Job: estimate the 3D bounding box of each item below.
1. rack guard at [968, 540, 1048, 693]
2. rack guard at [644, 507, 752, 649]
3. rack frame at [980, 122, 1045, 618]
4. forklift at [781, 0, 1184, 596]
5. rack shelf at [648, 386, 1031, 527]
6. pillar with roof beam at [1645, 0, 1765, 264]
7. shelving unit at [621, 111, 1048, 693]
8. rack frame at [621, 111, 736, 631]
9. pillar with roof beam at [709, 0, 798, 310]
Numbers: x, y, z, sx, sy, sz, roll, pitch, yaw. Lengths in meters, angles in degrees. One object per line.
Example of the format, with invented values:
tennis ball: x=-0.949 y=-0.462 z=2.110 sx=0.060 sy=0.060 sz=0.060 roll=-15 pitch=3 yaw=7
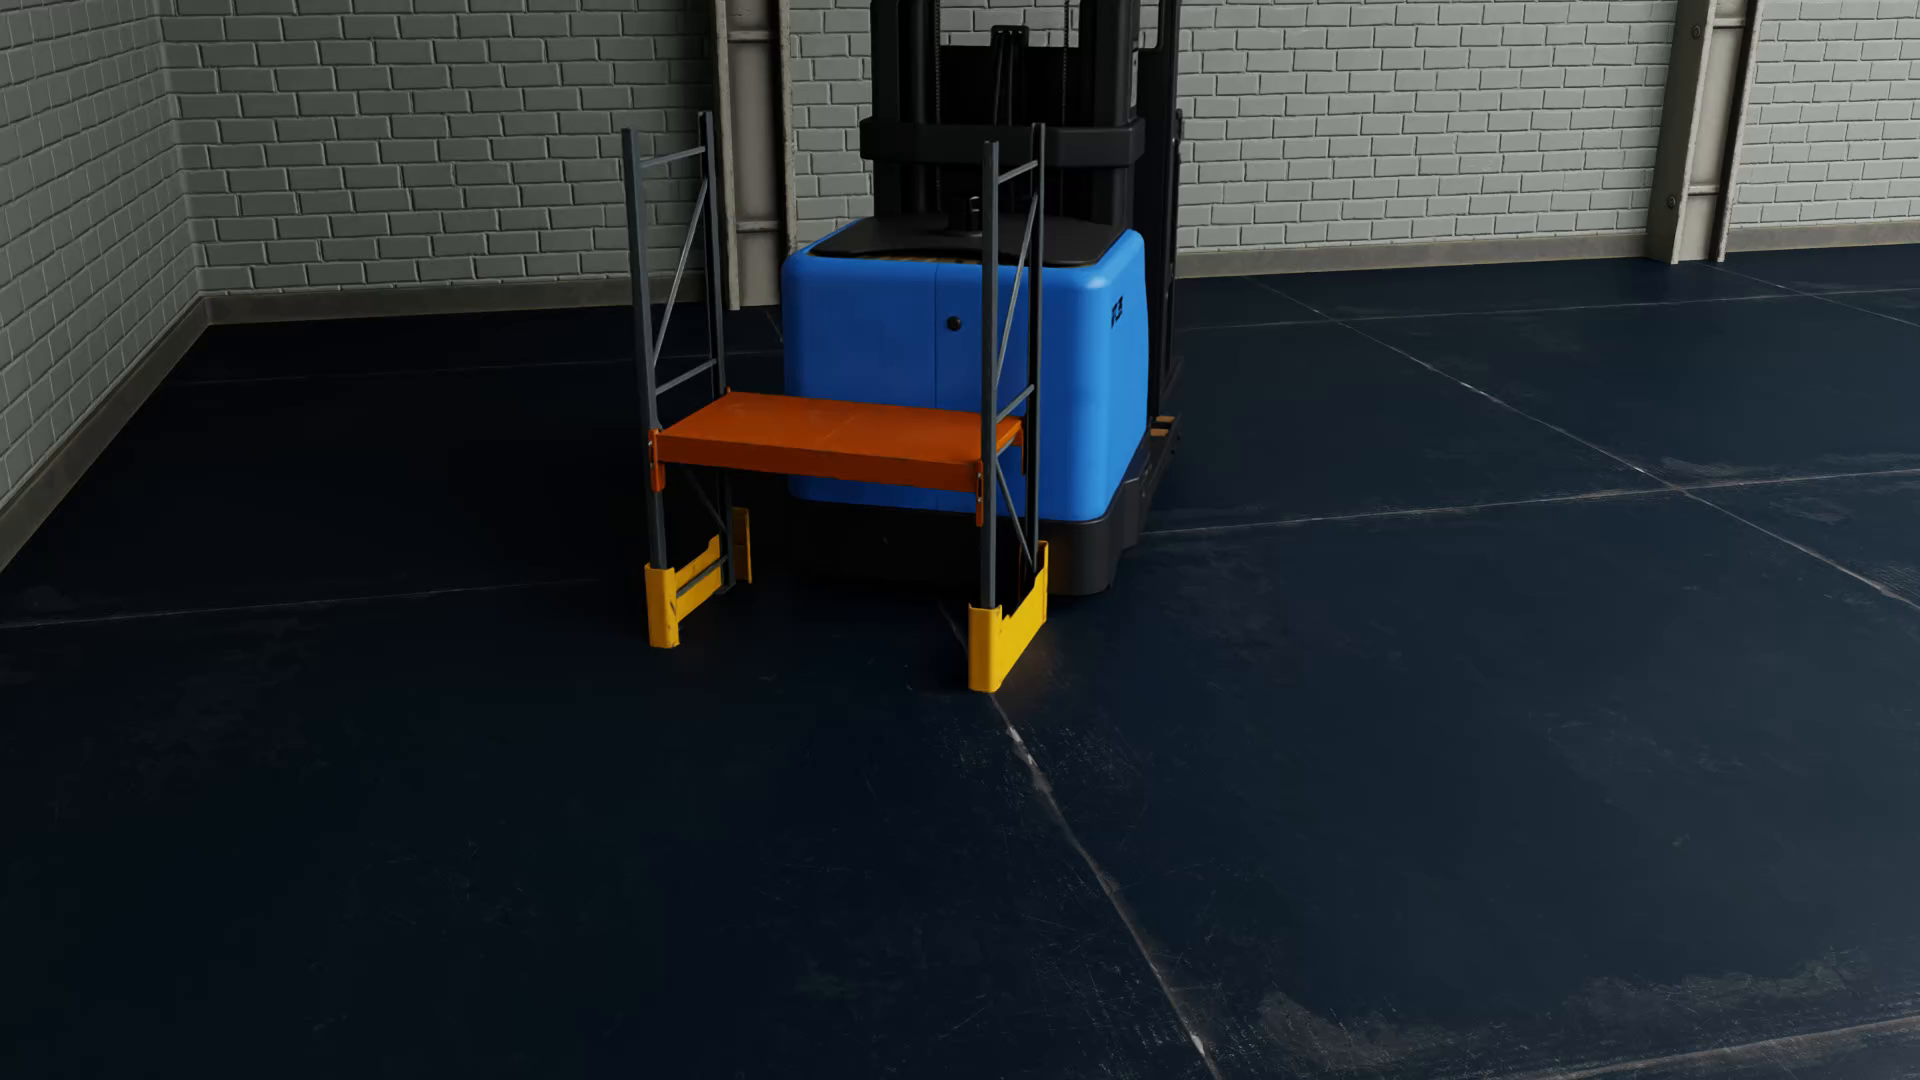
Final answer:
rack guard: x=0.145 y=0.213 z=4.871 sx=0.087 sy=0.250 sz=0.587 roll=6 pitch=21 yaw=17
rack guard: x=-0.803 y=0.108 z=5.157 sx=0.087 sy=0.250 sz=0.587 roll=6 pitch=21 yaw=17
rack frame: x=0.147 y=-0.374 z=4.656 sx=0.032 sy=1.500 sz=0.500 roll=6 pitch=21 yaw=17
forklift: x=0.281 y=-1.676 z=6.129 sx=1.130 sy=2.935 sz=3.031 roll=5 pitch=21 yaw=13
rack shelf: x=-0.337 y=-0.259 z=4.863 sx=1.000 sy=0.185 sz=0.538 roll=6 pitch=21 yaw=17
pillar with roof beam: x=5.692 y=-4.616 z=5.334 sx=0.400 sy=9.000 sz=9.100 roll=-5 pitch=21 yaw=-12
shelving unit: x=-0.329 y=-0.427 z=4.799 sx=1.083 sy=1.500 sz=0.587 roll=6 pitch=21 yaw=17
rack frame: x=-0.821 y=-0.481 z=4.947 sx=0.032 sy=1.500 sz=0.500 roll=6 pitch=21 yaw=17
pillar with roof beam: x=-0.147 y=-4.141 z=4.037 sx=0.400 sy=9.000 sz=9.100 roll=-5 pitch=21 yaw=-12
